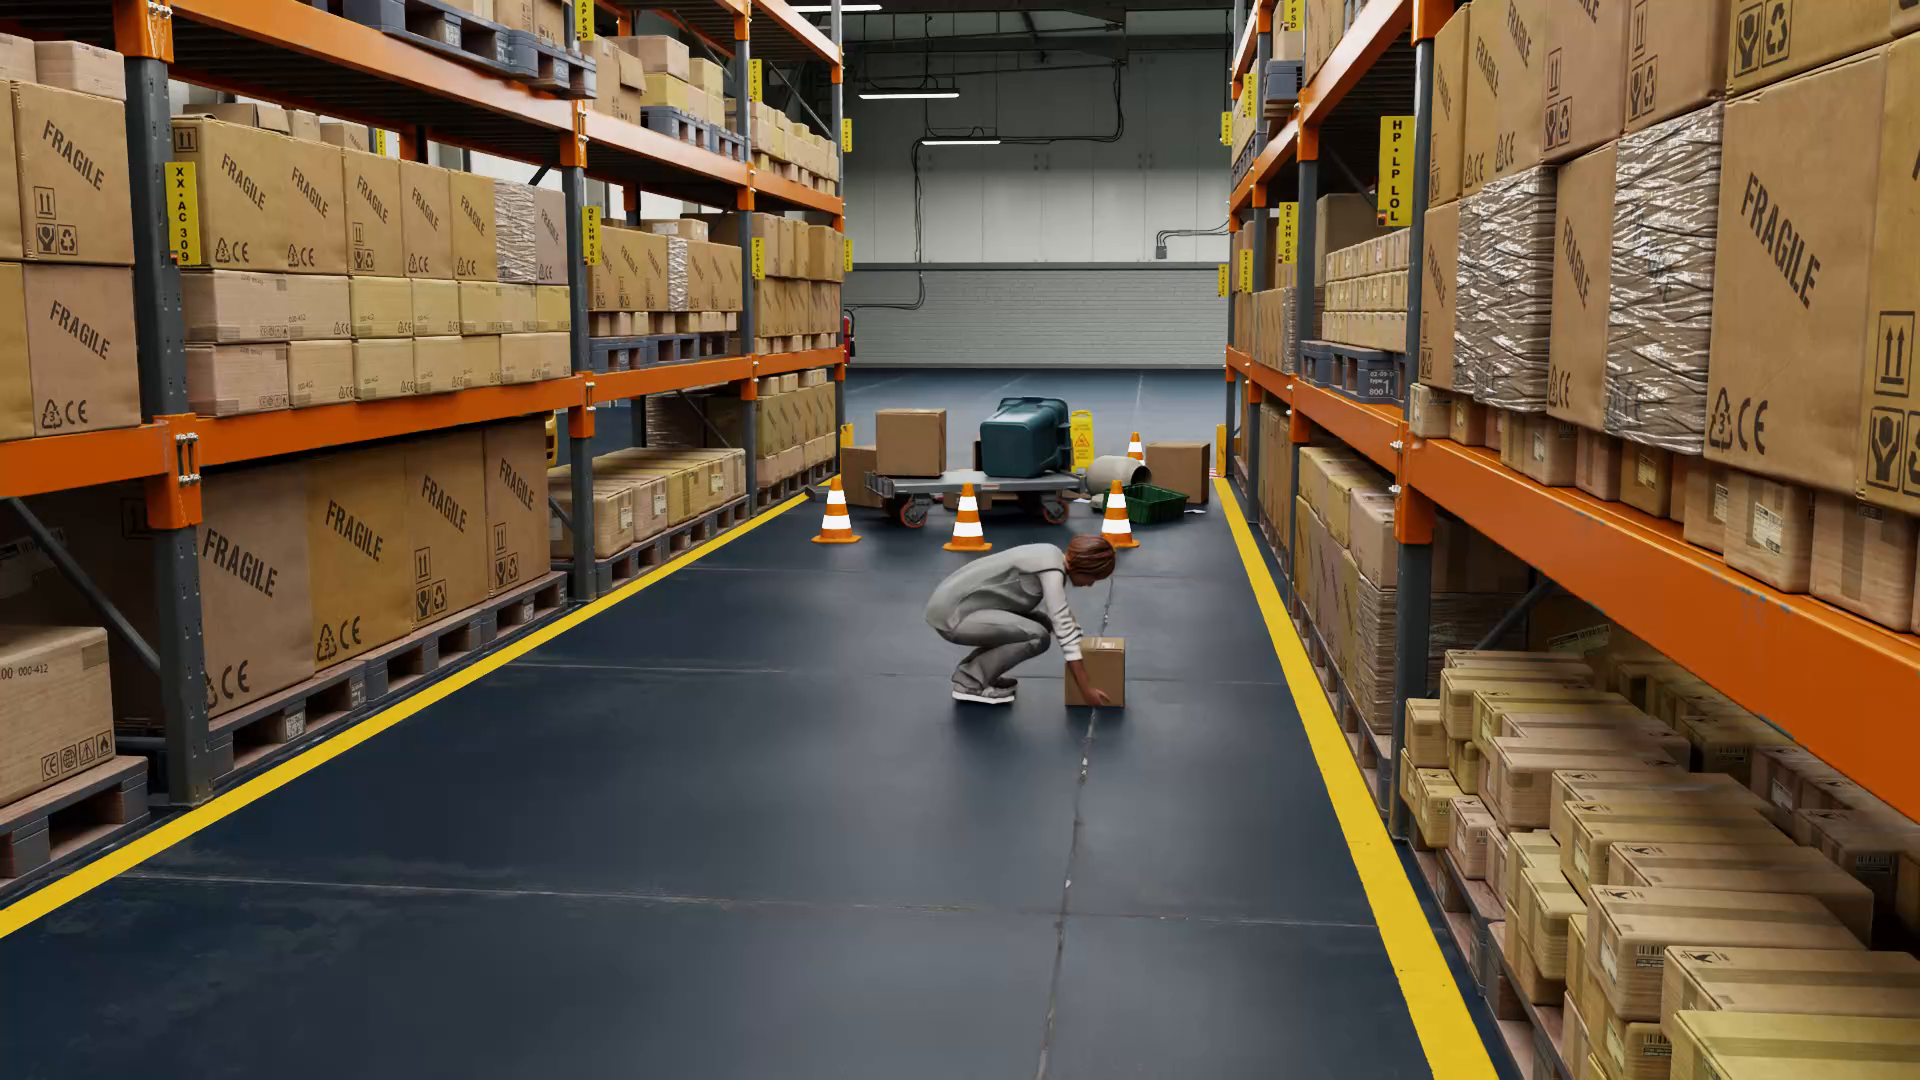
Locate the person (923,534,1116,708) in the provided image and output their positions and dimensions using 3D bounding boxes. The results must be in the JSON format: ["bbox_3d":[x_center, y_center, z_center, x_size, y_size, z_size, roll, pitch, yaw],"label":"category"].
[{"bbox_3d":[0.255,0.355,7.179,0.823,0.759,0.437,1,8,6],"label":"person"}]
